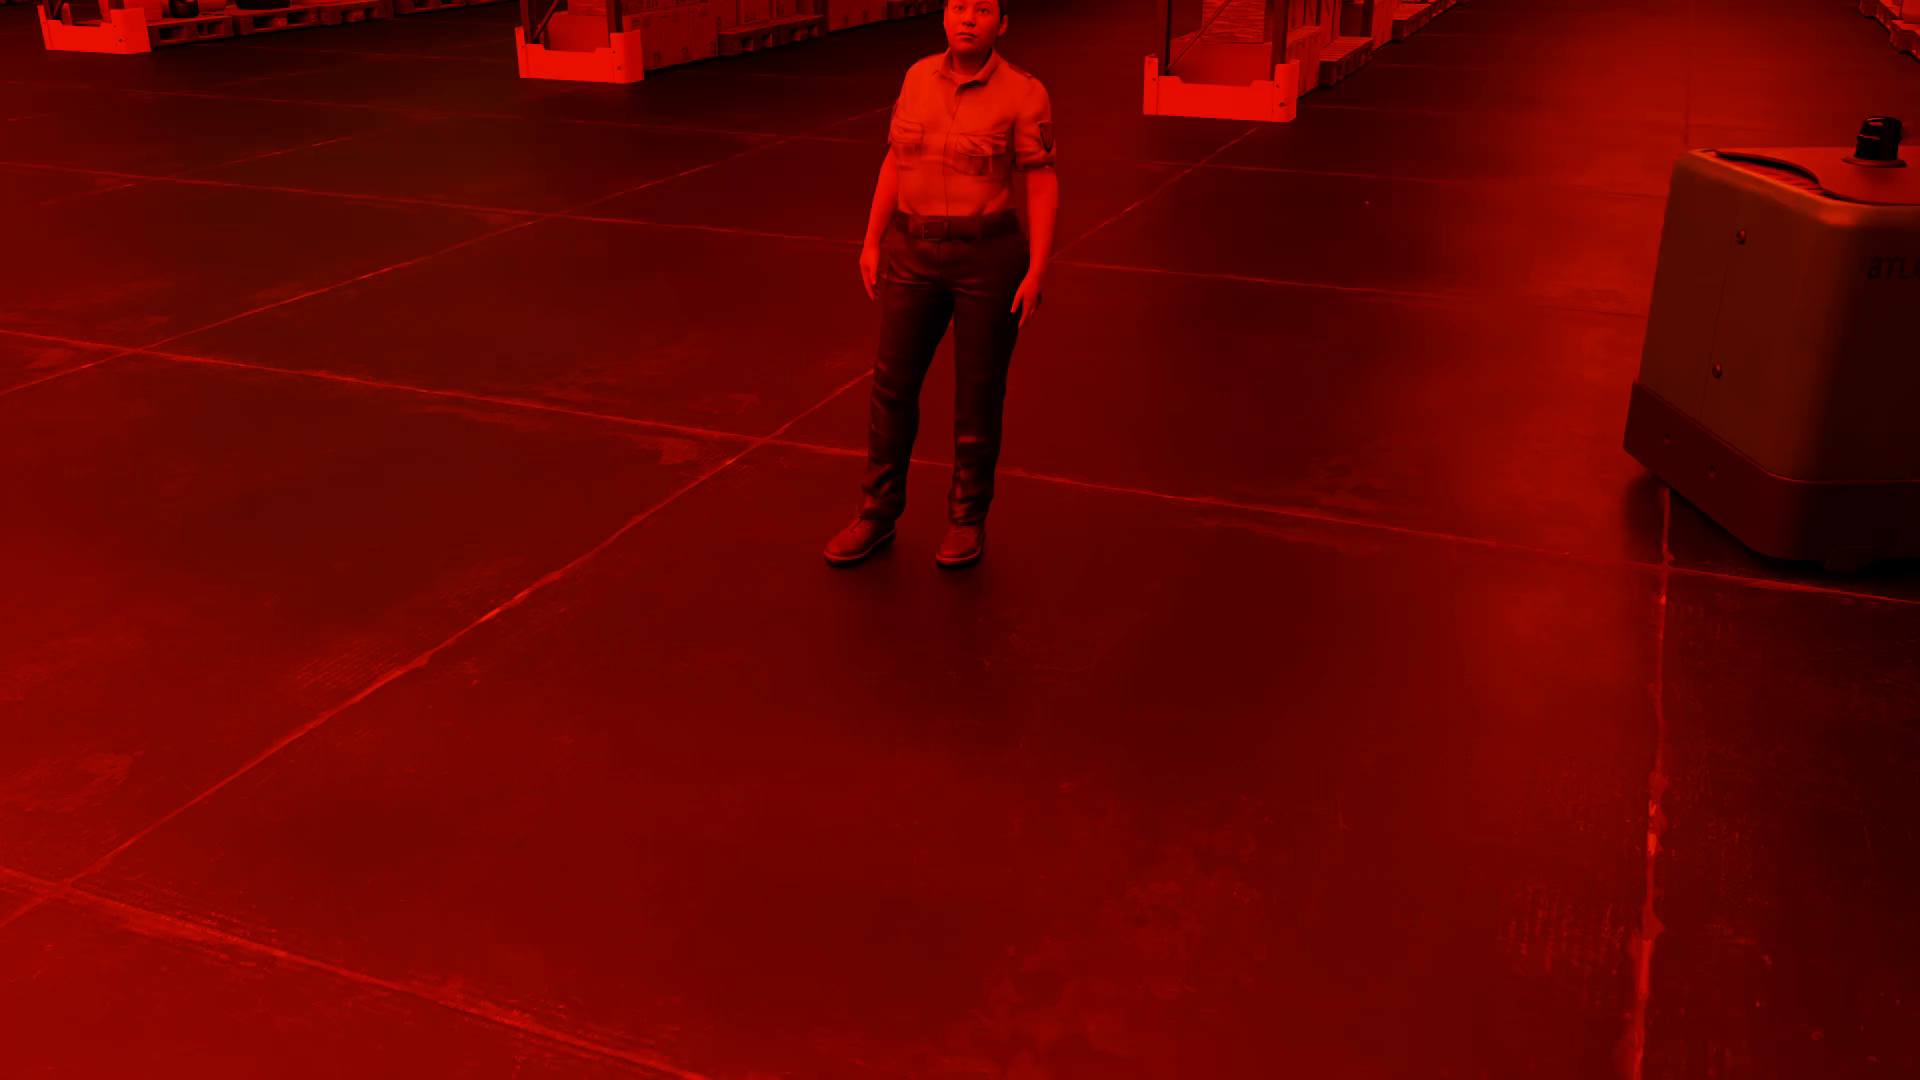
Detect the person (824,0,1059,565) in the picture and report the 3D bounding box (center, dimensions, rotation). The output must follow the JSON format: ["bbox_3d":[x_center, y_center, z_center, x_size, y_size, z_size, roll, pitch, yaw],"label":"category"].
[{"bbox_3d":[-0.055,-0.738,4.704,0.599,1.650,0.503,9,24,21],"label":"person"}]

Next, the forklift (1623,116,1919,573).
[{"bbox_3d":[3.787,-1.460,4.786,3.031,2.935,1.130,-1,23,-3],"label":"forklift"}]
